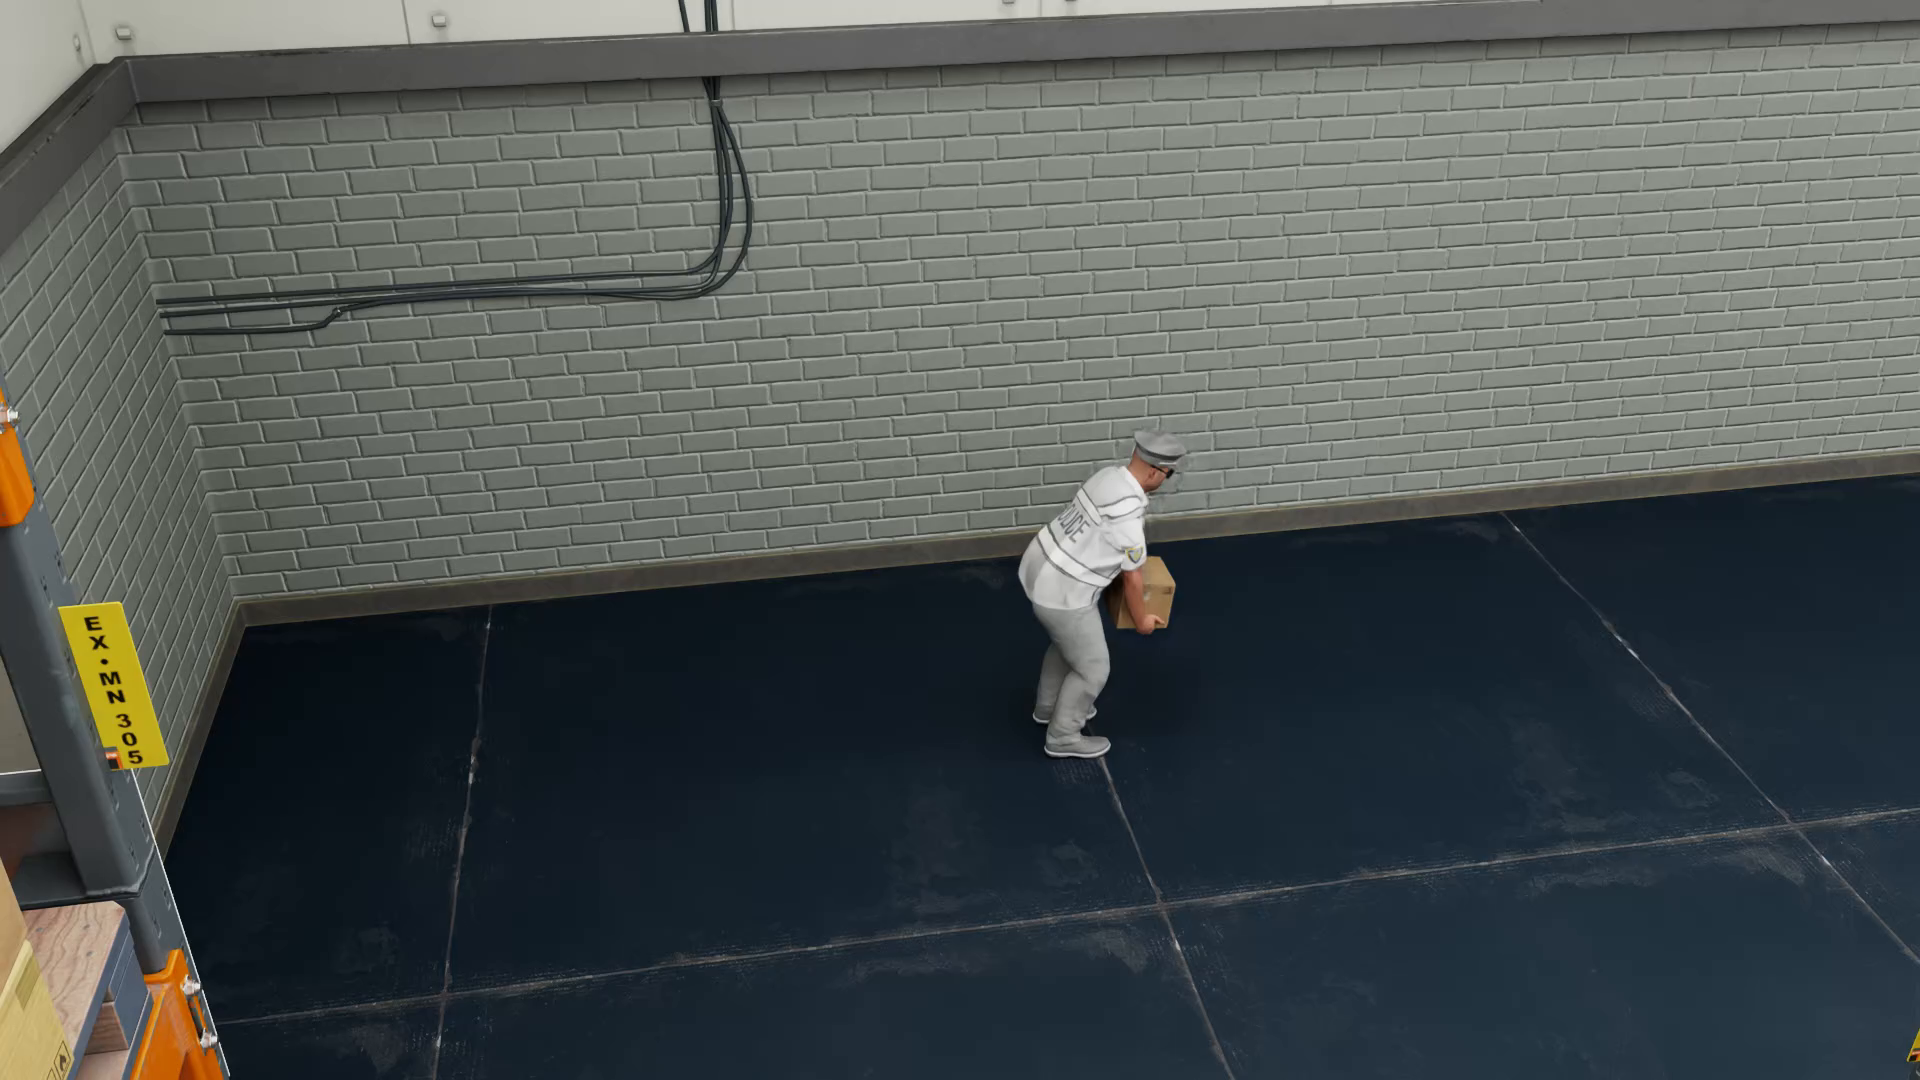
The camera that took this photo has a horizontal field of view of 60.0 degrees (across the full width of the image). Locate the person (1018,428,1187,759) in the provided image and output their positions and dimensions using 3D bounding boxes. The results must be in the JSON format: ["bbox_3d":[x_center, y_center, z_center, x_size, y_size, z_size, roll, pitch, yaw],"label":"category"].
[{"bbox_3d":[0.653,0.254,7.844,0.748,1.614,0.486,-6,31,-10],"label":"person"}]
